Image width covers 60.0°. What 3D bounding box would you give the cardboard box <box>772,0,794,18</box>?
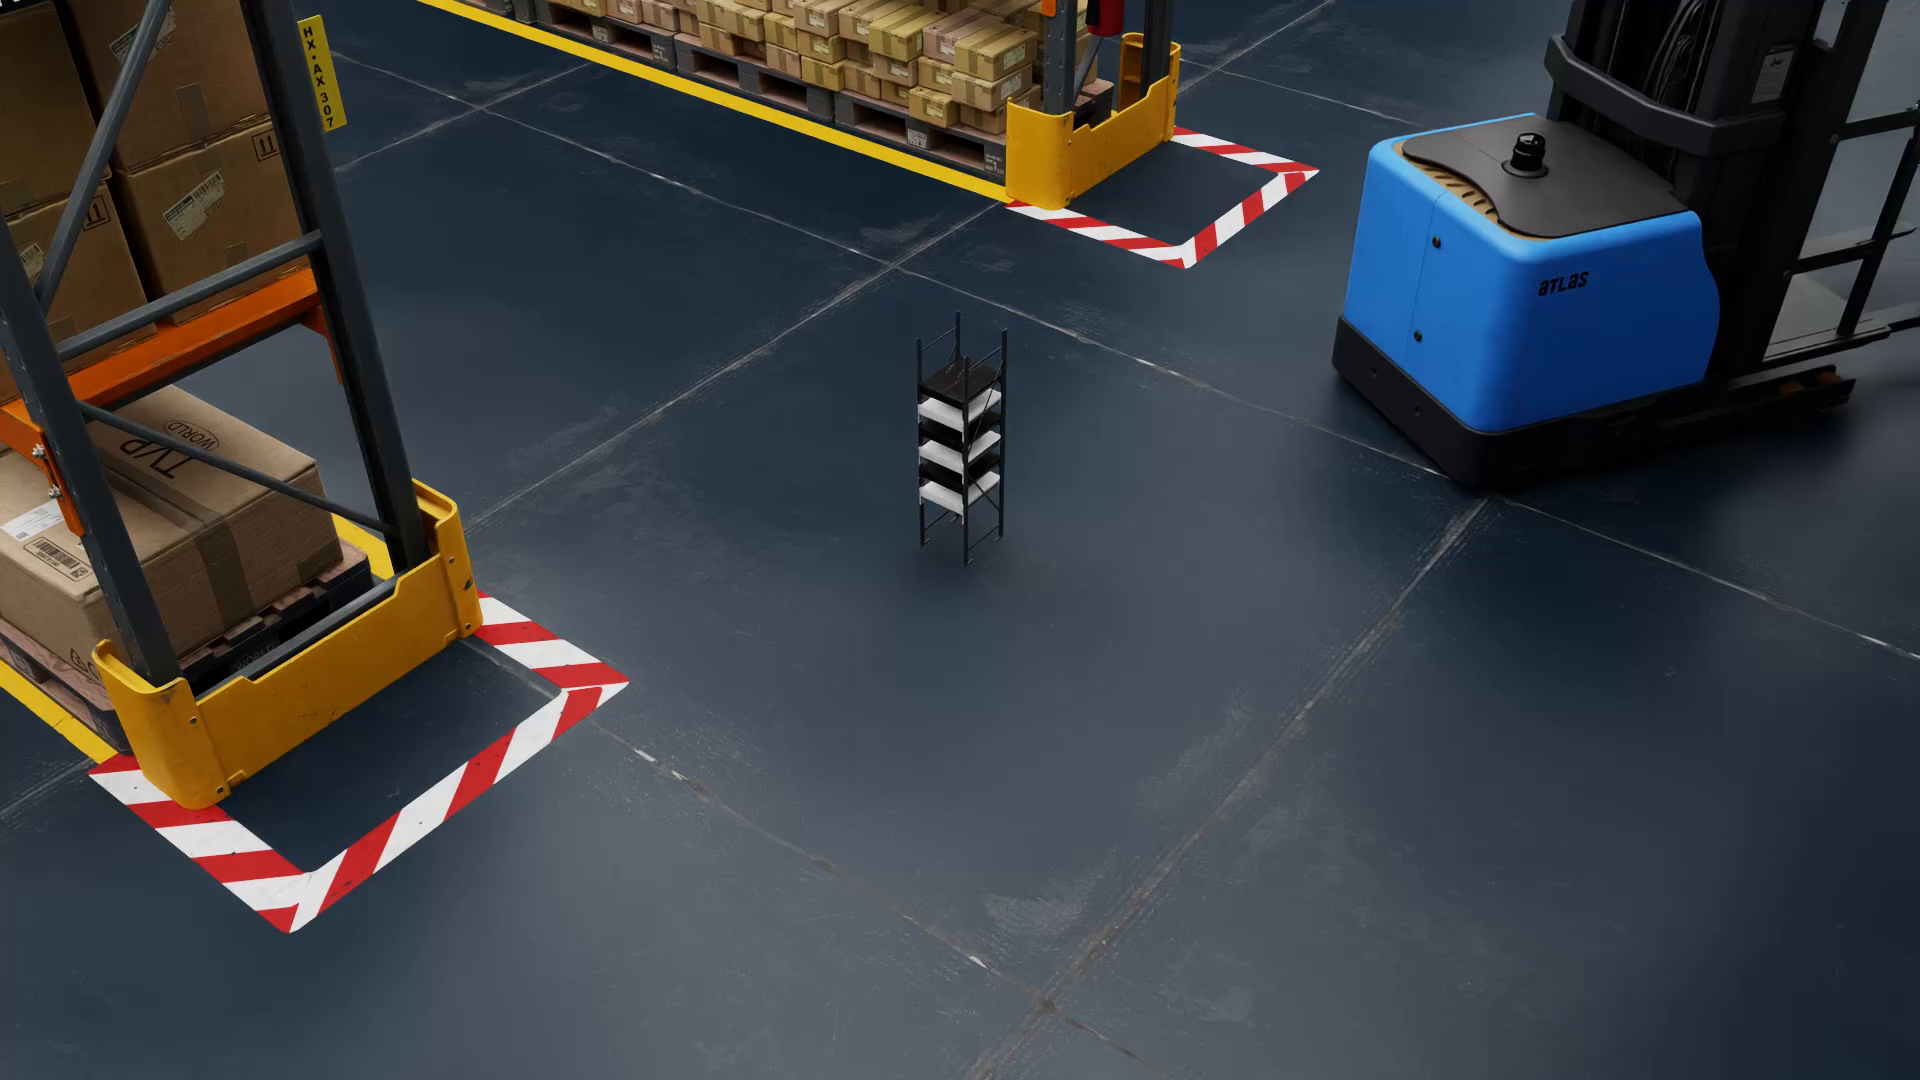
[{"bbox_3d":[-0.821,-3.007,9.146,0.250,0.149,0.380,24,44,27],"label":"cardboard box"}]

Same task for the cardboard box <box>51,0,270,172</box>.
[{"bbox_3d":[-2.378,-1.435,4.757,0.500,0.500,0.500,24,44,28],"label":"cardboard box"}]

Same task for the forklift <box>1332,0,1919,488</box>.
[{"bbox_3d":[3.155,-1.930,6.338,3.031,2.935,1.130,-14,40,-17],"label":"forklift"}]

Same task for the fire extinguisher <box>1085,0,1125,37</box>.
[{"bbox_3d":[0.677,-2.646,7.562,0.183,0.674,0.296,25,45,29],"label":"fire extinguisher"}]

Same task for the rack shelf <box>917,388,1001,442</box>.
[{"bbox_3d":[0.006,-0.467,5.878,0.200,0.077,0.258,25,45,29],"label":"rack shelf"}]

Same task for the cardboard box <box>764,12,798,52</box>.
[{"bbox_3d":[-0.860,-2.848,9.185,0.250,0.149,0.380,28,46,31],"label":"cardboard box"}]

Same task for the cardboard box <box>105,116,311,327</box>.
[{"bbox_3d":[-2.376,-1.042,5.067,0.500,0.500,0.500,25,44,28],"label":"cardboard box"}]

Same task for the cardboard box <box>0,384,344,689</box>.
[{"bbox_3d":[-2.754,-0.037,5.602,0.875,0.438,0.875,24,44,27],"label":"cardboard box"}]

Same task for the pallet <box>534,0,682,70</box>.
[{"bbox_3d":[-1.865,-3.310,10.306,1.213,0.211,1.003,25,45,29],"label":"pallet"}]

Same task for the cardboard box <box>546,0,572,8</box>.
[{"bbox_3d":[-2.326,-3.391,10.120,0.250,0.149,0.380,23,44,27],"label":"cardboard box"}]

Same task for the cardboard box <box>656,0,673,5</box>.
[{"bbox_3d":[-1.642,-3.283,9.740,0.250,0.149,0.380,23,44,26],"label":"cardboard box"}]

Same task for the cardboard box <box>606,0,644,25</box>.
[{"bbox_3d":[-1.885,-3.224,9.906,0.250,0.149,0.380,25,44,28],"label":"cardboard box"}]

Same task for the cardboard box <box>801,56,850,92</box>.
[{"bbox_3d":[-0.655,-2.621,9.136,0.250,0.149,0.380,23,44,27],"label":"cardboard box"}]

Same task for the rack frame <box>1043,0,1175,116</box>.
[{"bbox_3d":[0.758,-3.144,7.832,0.127,3.000,1.000,25,45,29],"label":"rack frame"}]

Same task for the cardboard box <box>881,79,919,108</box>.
[{"bbox_3d":[-0.210,-2.470,8.943,0.250,0.149,0.380,25,44,28],"label":"cardboard box"}]

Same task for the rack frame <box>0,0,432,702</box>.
[{"bbox_3d":[-2.169,-0.682,4.688,0.127,3.000,1.000,25,45,29],"label":"rack frame"}]

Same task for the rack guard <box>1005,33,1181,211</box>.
[{"bbox_3d":[0.697,-2.188,8.639,0.348,0.500,1.175,25,45,29],"label":"rack guard"}]

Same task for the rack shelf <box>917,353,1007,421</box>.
[{"bbox_3d":[0.006,-0.538,5.823,0.200,0.077,0.258,25,45,29],"label":"rack shelf"}]

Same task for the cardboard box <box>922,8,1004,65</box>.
[{"bbox_3d":[0.018,-2.617,8.649,0.250,0.149,0.380,26,45,29],"label":"cardboard box"}]

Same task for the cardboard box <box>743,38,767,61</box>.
[{"bbox_3d":[-1.015,-2.864,9.447,0.250,0.149,0.380,27,45,30],"label":"cardboard box"}]

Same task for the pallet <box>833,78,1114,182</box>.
[{"bbox_3d":[0.073,-2.396,9.139,1.213,0.211,1.003,25,45,29],"label":"pallet"}]

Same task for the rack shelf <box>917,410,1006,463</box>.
[{"bbox_3d":[0.006,-0.396,5.934,0.200,0.077,0.258,25,45,29],"label":"rack shelf"}]

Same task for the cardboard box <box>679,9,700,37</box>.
[{"bbox_3d":[-1.418,-3.070,9.709,0.250,0.149,0.380,23,44,27],"label":"cardboard box"}]

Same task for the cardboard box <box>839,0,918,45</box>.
[{"bbox_3d":[-0.432,-2.780,8.857,0.250,0.149,0.380,23,44,27],"label":"cardboard box"}]

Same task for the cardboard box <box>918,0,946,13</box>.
[{"bbox_3d":[-0.114,-3.037,9.186,0.250,0.149,0.380,23,44,27],"label":"cardboard box"}]

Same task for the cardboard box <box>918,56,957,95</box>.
[{"bbox_3d":[-0.010,-2.486,8.723,0.250,0.149,0.380,24,44,28],"label":"cardboard box"}]

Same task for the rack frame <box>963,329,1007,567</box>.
[{"bbox_3d":[0.087,-0.313,5.920,0.006,0.900,0.240,25,45,29],"label":"rack frame"}]

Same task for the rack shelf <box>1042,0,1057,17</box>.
[{"bbox_3d":[-0.831,-3.610,9.011,4.000,0.370,1.077,25,45,29],"label":"rack shelf"}]

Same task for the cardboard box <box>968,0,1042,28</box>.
[{"bbox_3d":[0.256,-2.828,8.918,0.250,0.149,0.380,26,45,29],"label":"cardboard box"}]

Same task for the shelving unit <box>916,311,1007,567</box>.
[{"bbox_3d":[0.006,-0.351,5.969,0.210,0.900,0.258,25,45,29],"label":"shelving unit"}]

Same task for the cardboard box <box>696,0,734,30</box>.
[{"bbox_3d":[-1.276,-3.042,9.433,0.250,0.149,0.380,25,44,28],"label":"cardboard box"}]

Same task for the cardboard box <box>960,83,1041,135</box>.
[{"bbox_3d":[0.213,-2.282,8.703,0.250,0.149,0.380,26,45,29],"label":"cardboard box"}]

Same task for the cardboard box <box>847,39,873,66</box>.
[{"bbox_3d":[-0.400,-2.707,9.004,0.250,0.149,0.380,25,44,28],"label":"cardboard box"}]
